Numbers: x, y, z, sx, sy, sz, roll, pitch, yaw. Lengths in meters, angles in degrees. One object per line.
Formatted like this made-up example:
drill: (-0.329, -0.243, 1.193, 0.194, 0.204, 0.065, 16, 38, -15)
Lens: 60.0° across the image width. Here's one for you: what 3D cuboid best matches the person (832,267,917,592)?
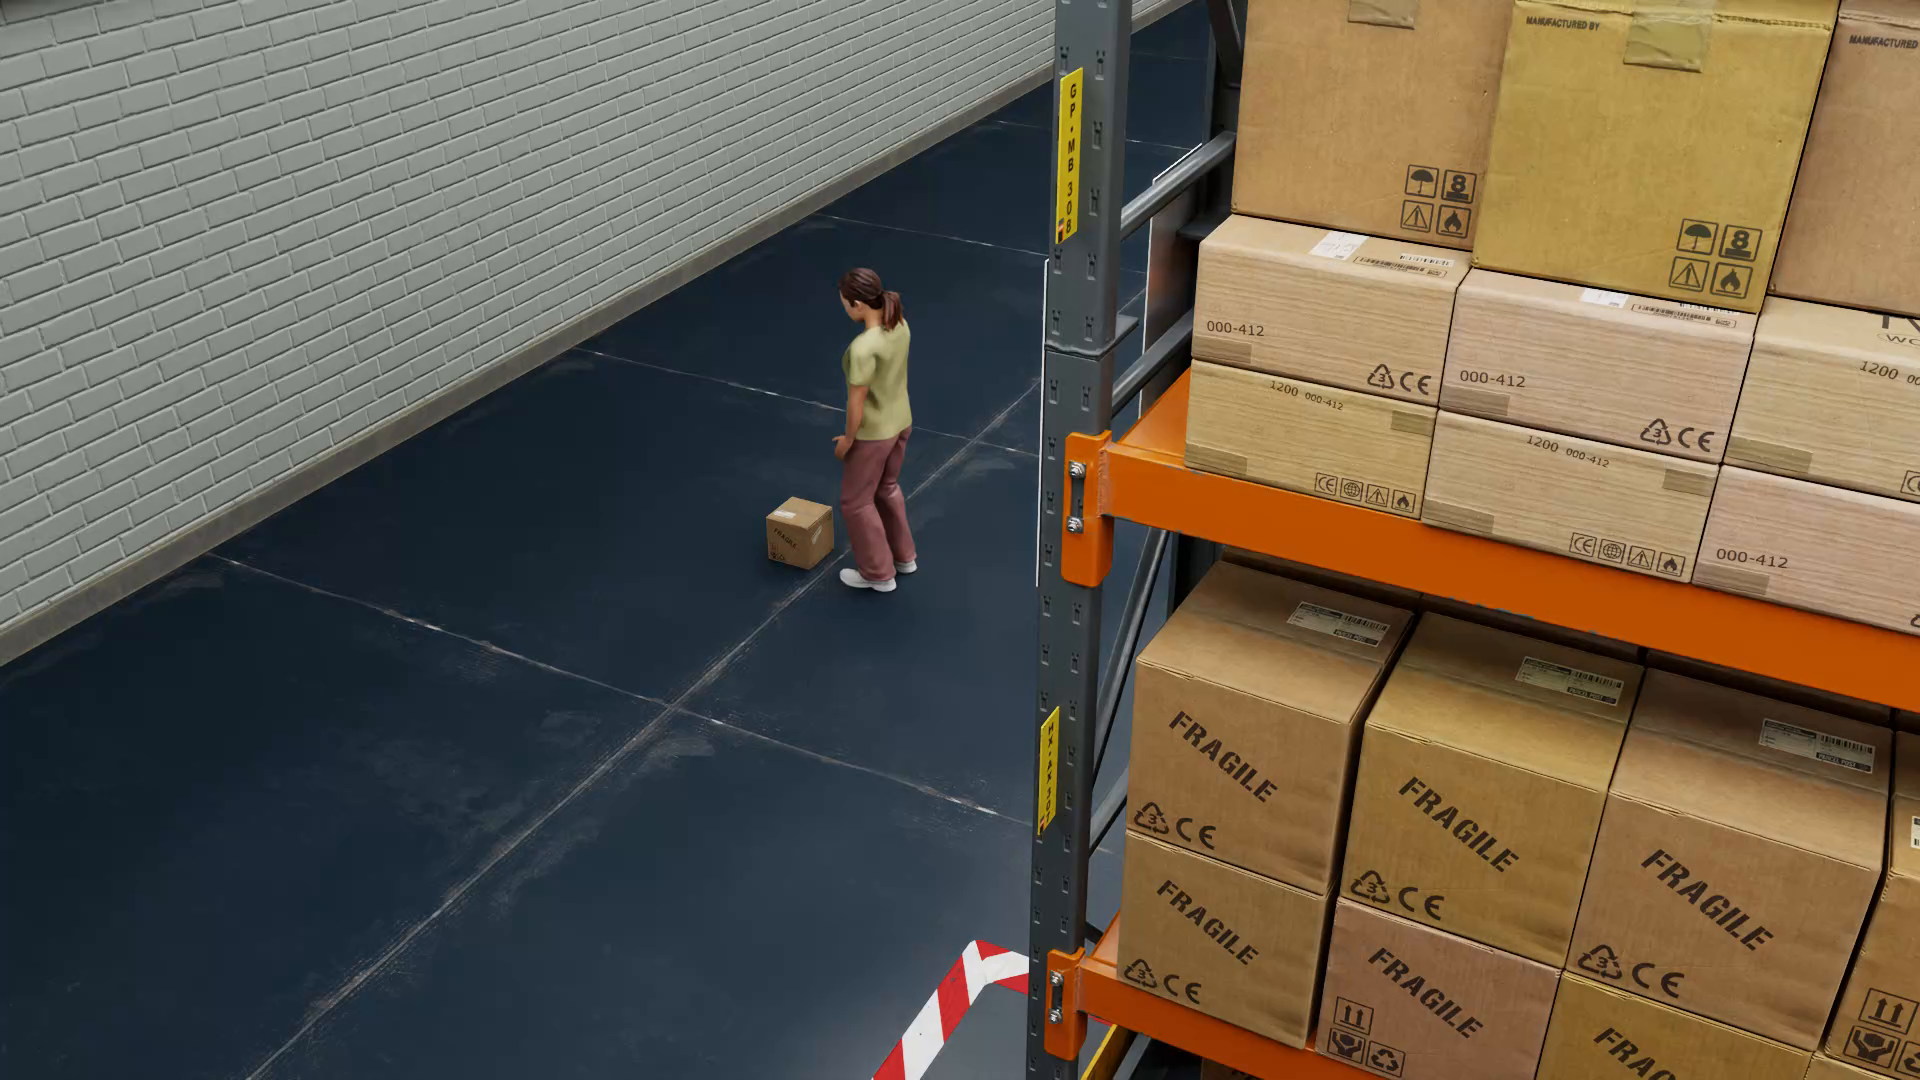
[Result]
person: (-0.410, -0.521, 8.049, 0.348, 1.662, 0.455, 15, 33, 24)
